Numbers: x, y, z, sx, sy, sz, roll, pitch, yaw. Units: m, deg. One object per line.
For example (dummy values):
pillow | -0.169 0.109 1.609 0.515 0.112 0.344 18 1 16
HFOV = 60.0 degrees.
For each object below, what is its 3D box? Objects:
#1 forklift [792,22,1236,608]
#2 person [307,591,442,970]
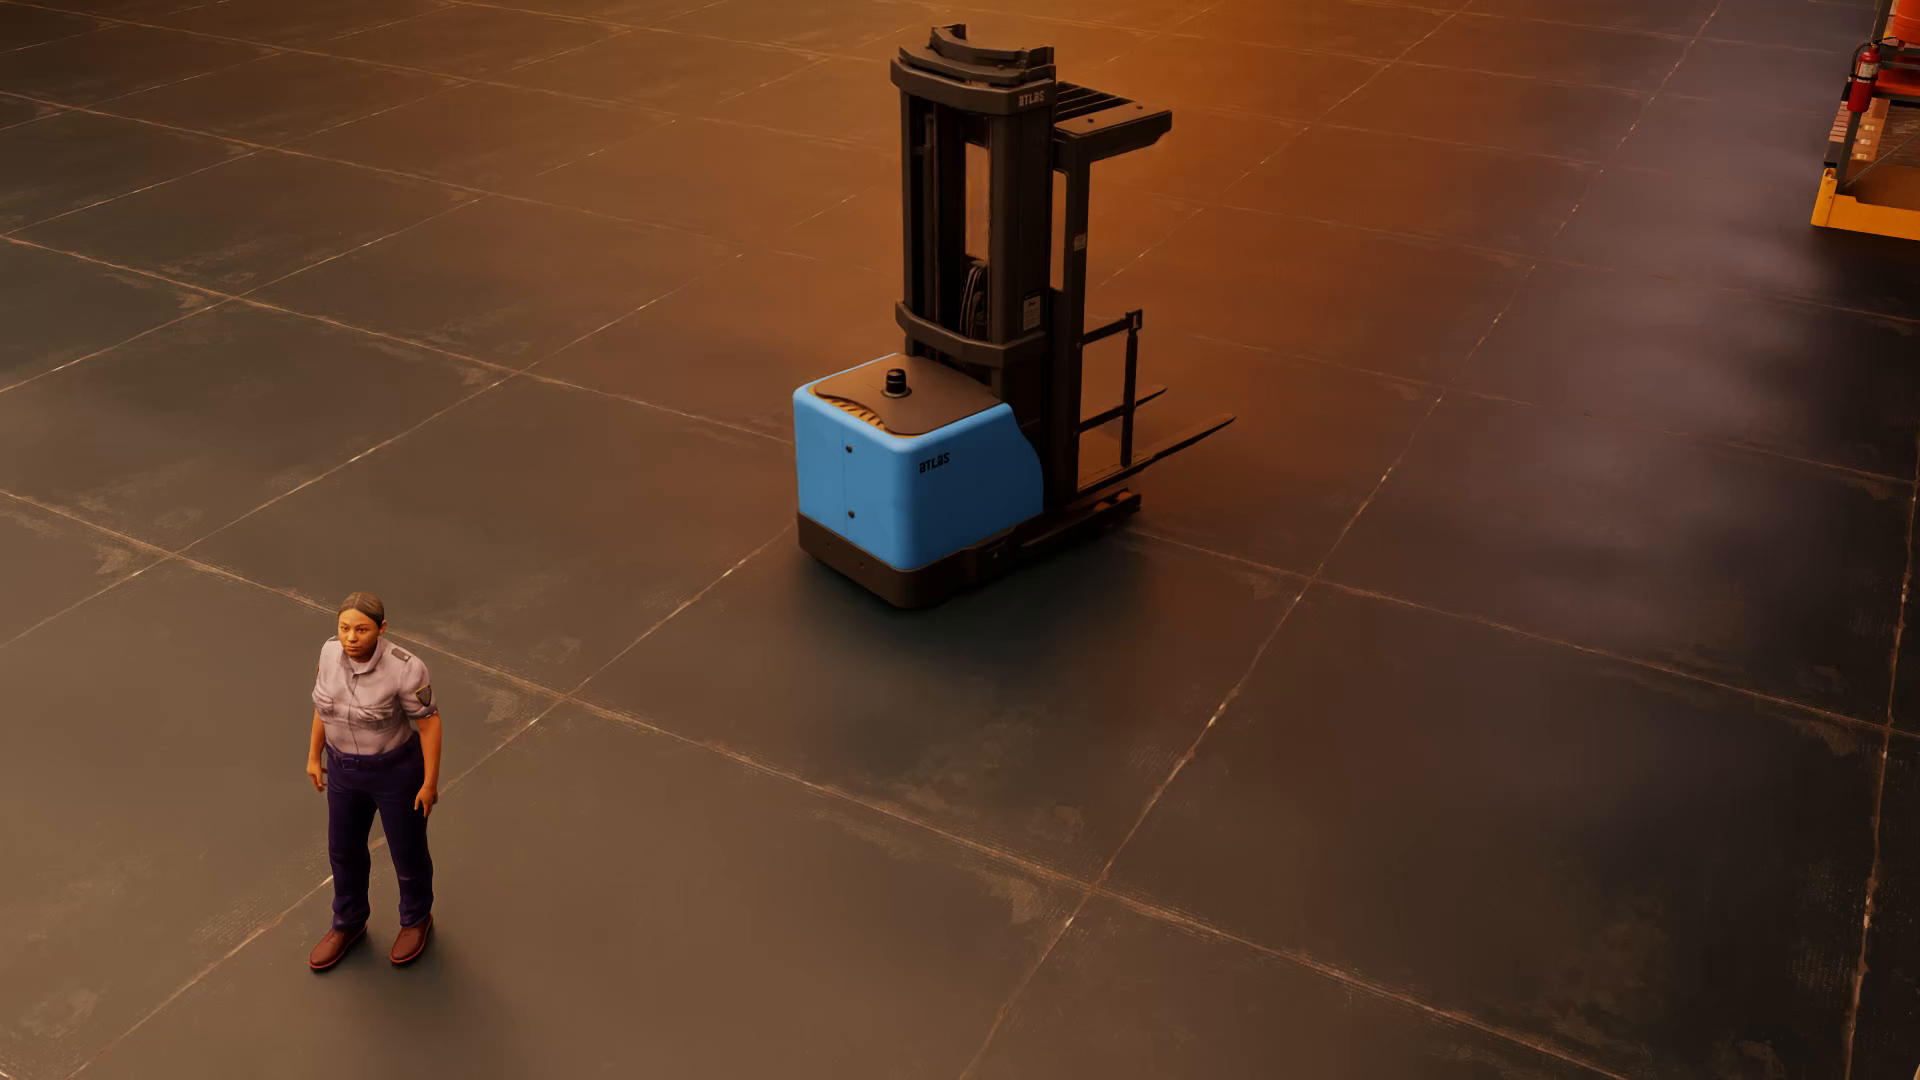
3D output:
forklift | 0.474 -1.507 9.682 3.031 2.935 1.130 -24 38 -35
person | -2.380 0.982 6.639 0.598 1.651 0.502 7 31 12
